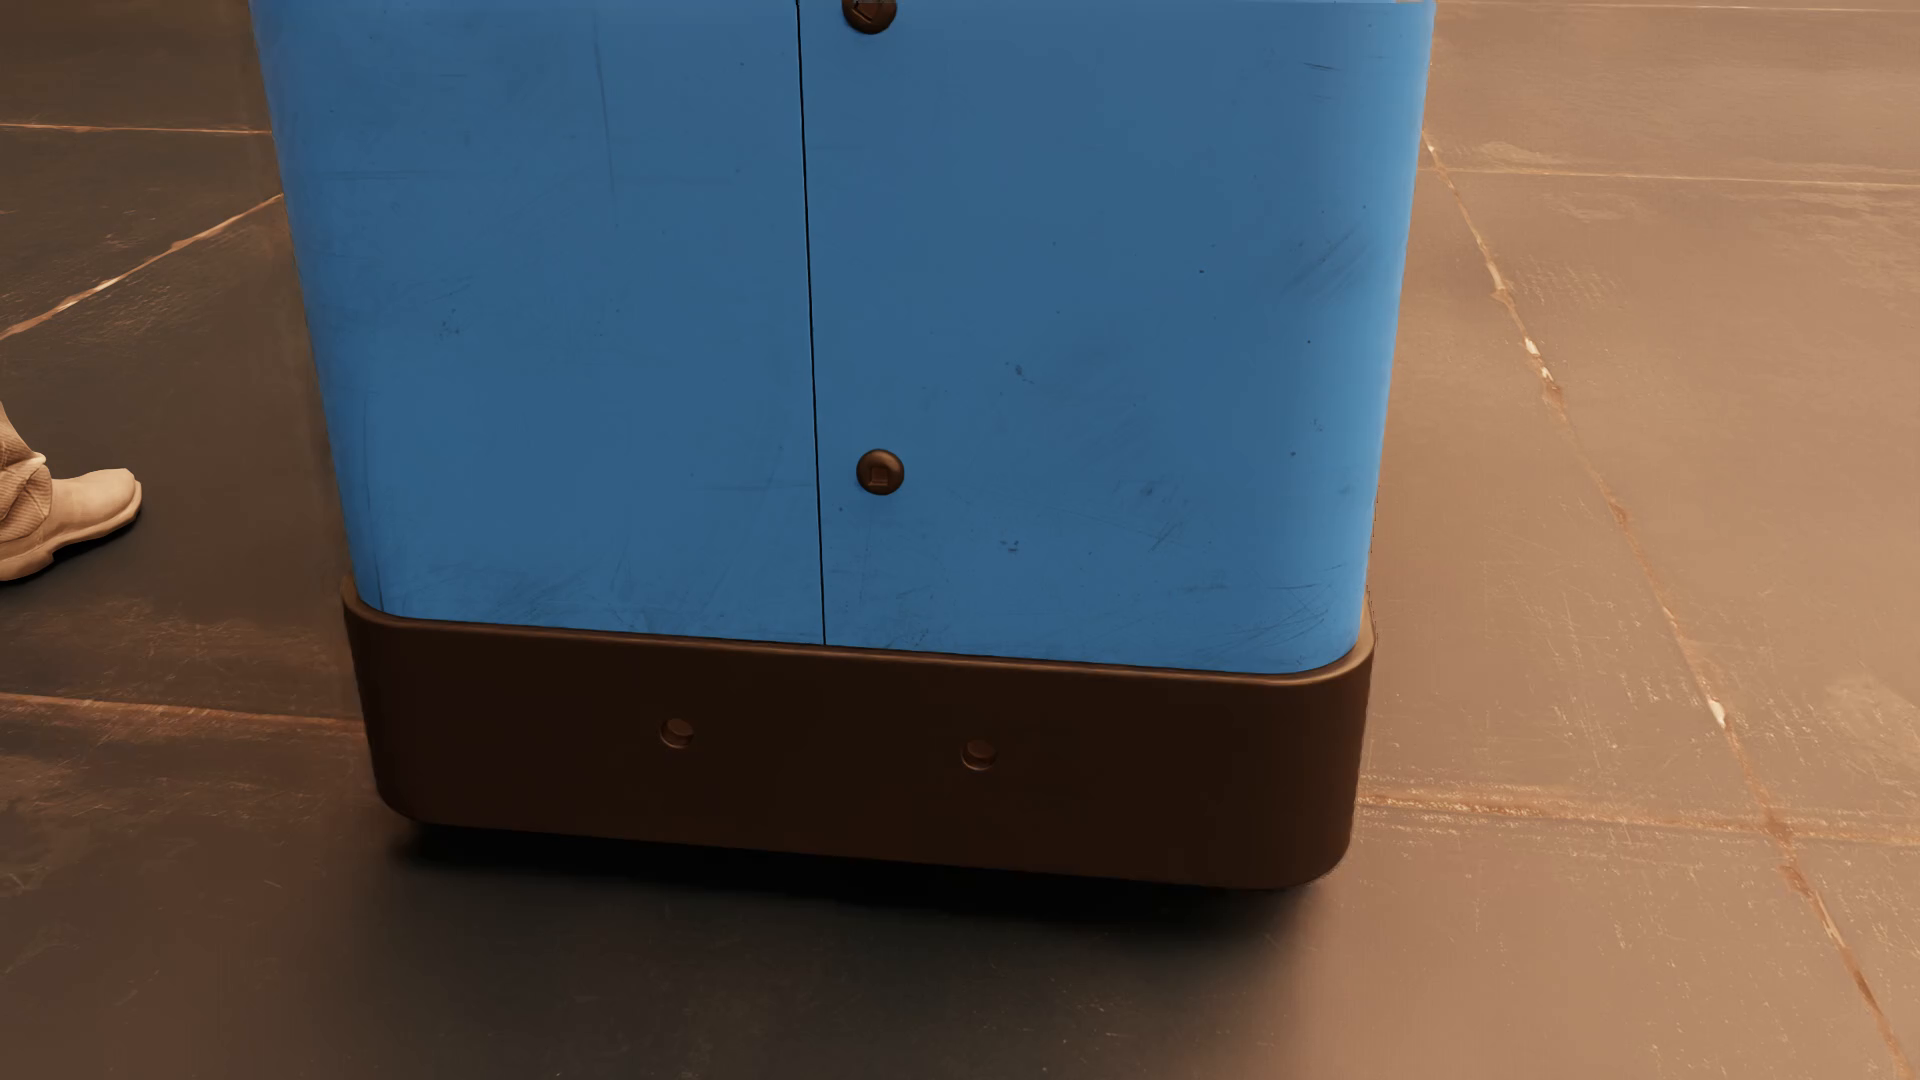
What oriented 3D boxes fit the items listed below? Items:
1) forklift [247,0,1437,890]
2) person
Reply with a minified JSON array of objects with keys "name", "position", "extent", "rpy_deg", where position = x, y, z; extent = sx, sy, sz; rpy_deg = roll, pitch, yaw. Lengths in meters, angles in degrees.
[{"name":"forklift","position":[0.063,-1.595,2.414],"extent":[1.130,2.935,3.031],"rpy_deg":[3,27,7]},{"name":"person","position":[-1.587,-0.745,1.990],"extent":[0.633,1.773,0.567],"rpy_deg":[2,27,5]}]
